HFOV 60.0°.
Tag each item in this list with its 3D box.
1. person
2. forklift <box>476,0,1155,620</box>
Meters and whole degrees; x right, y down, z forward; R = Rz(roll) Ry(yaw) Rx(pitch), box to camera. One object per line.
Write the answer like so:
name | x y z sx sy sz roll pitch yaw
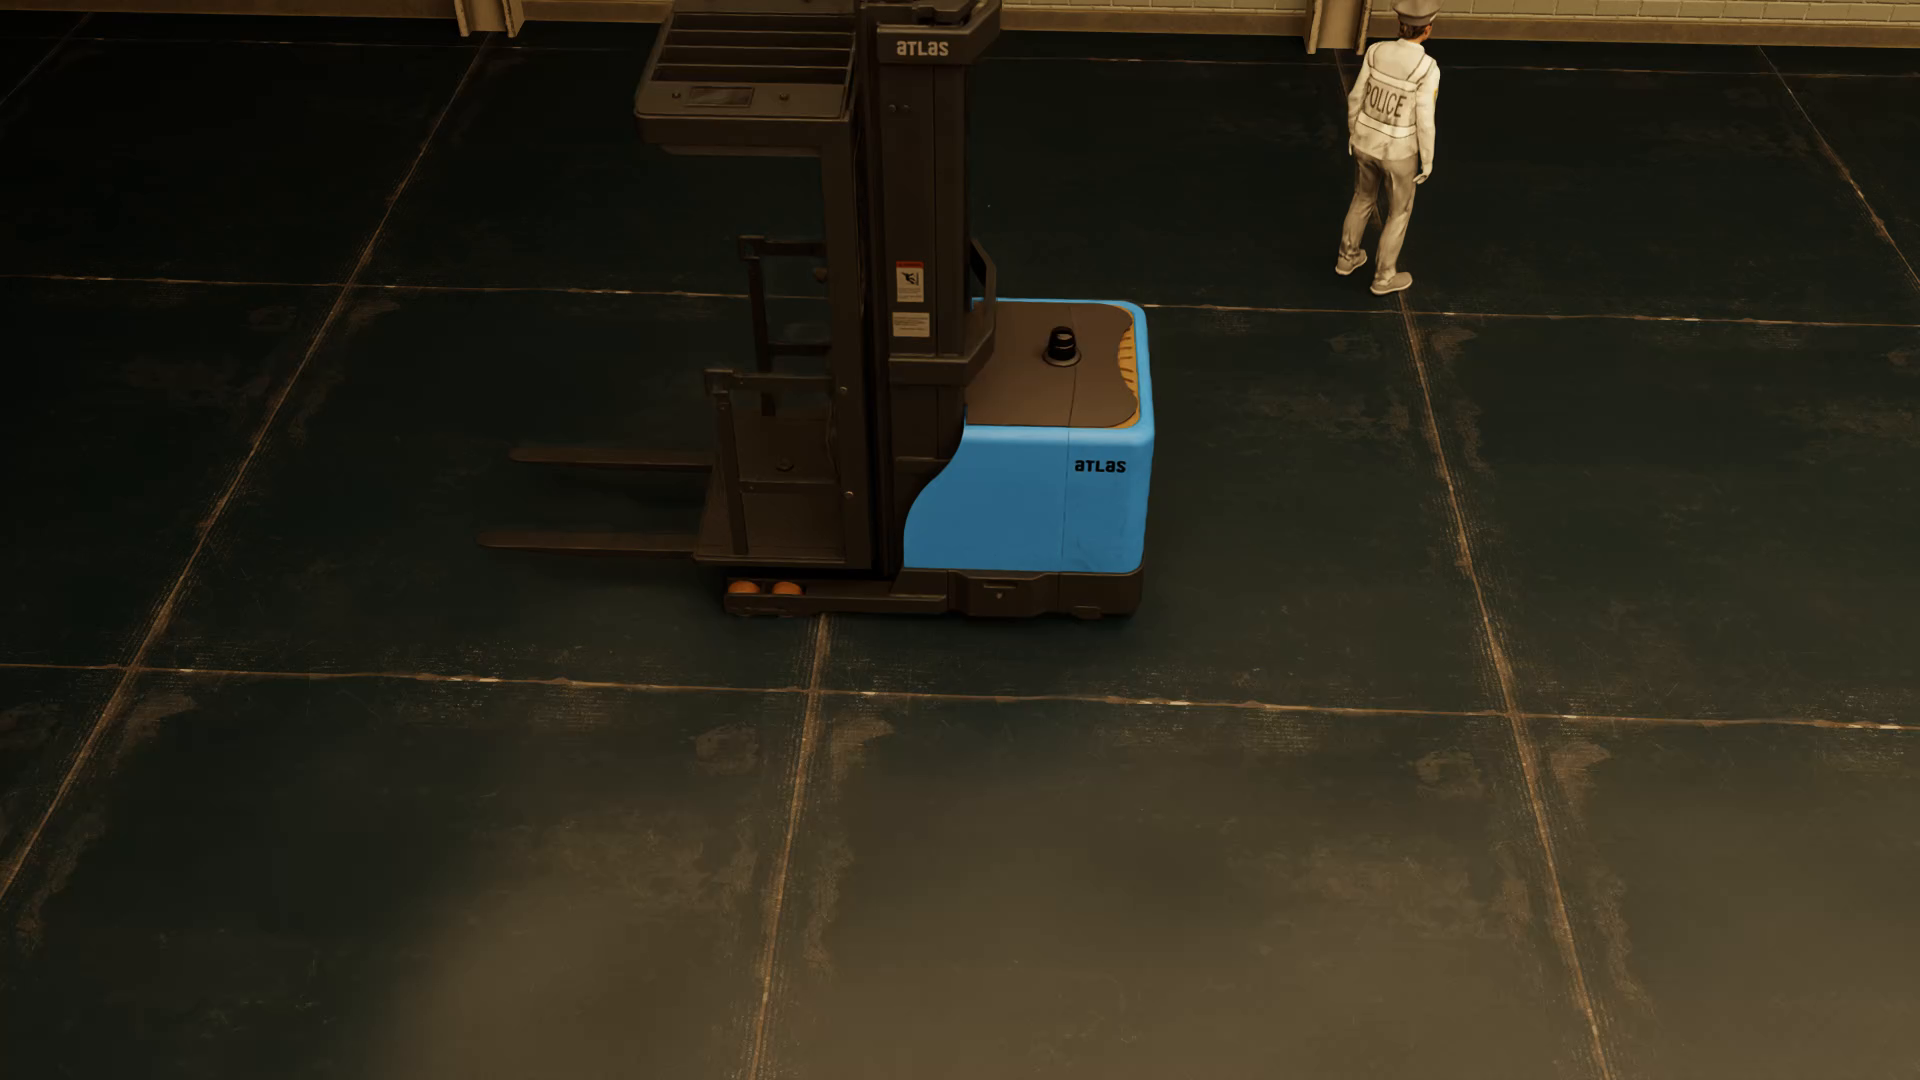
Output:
person | 2.326 -2.125 9.015 0.371 1.665 0.531 -33 52 -31
forklift | -0.680 -1.087 6.933 3.031 2.935 1.130 1 42 2
